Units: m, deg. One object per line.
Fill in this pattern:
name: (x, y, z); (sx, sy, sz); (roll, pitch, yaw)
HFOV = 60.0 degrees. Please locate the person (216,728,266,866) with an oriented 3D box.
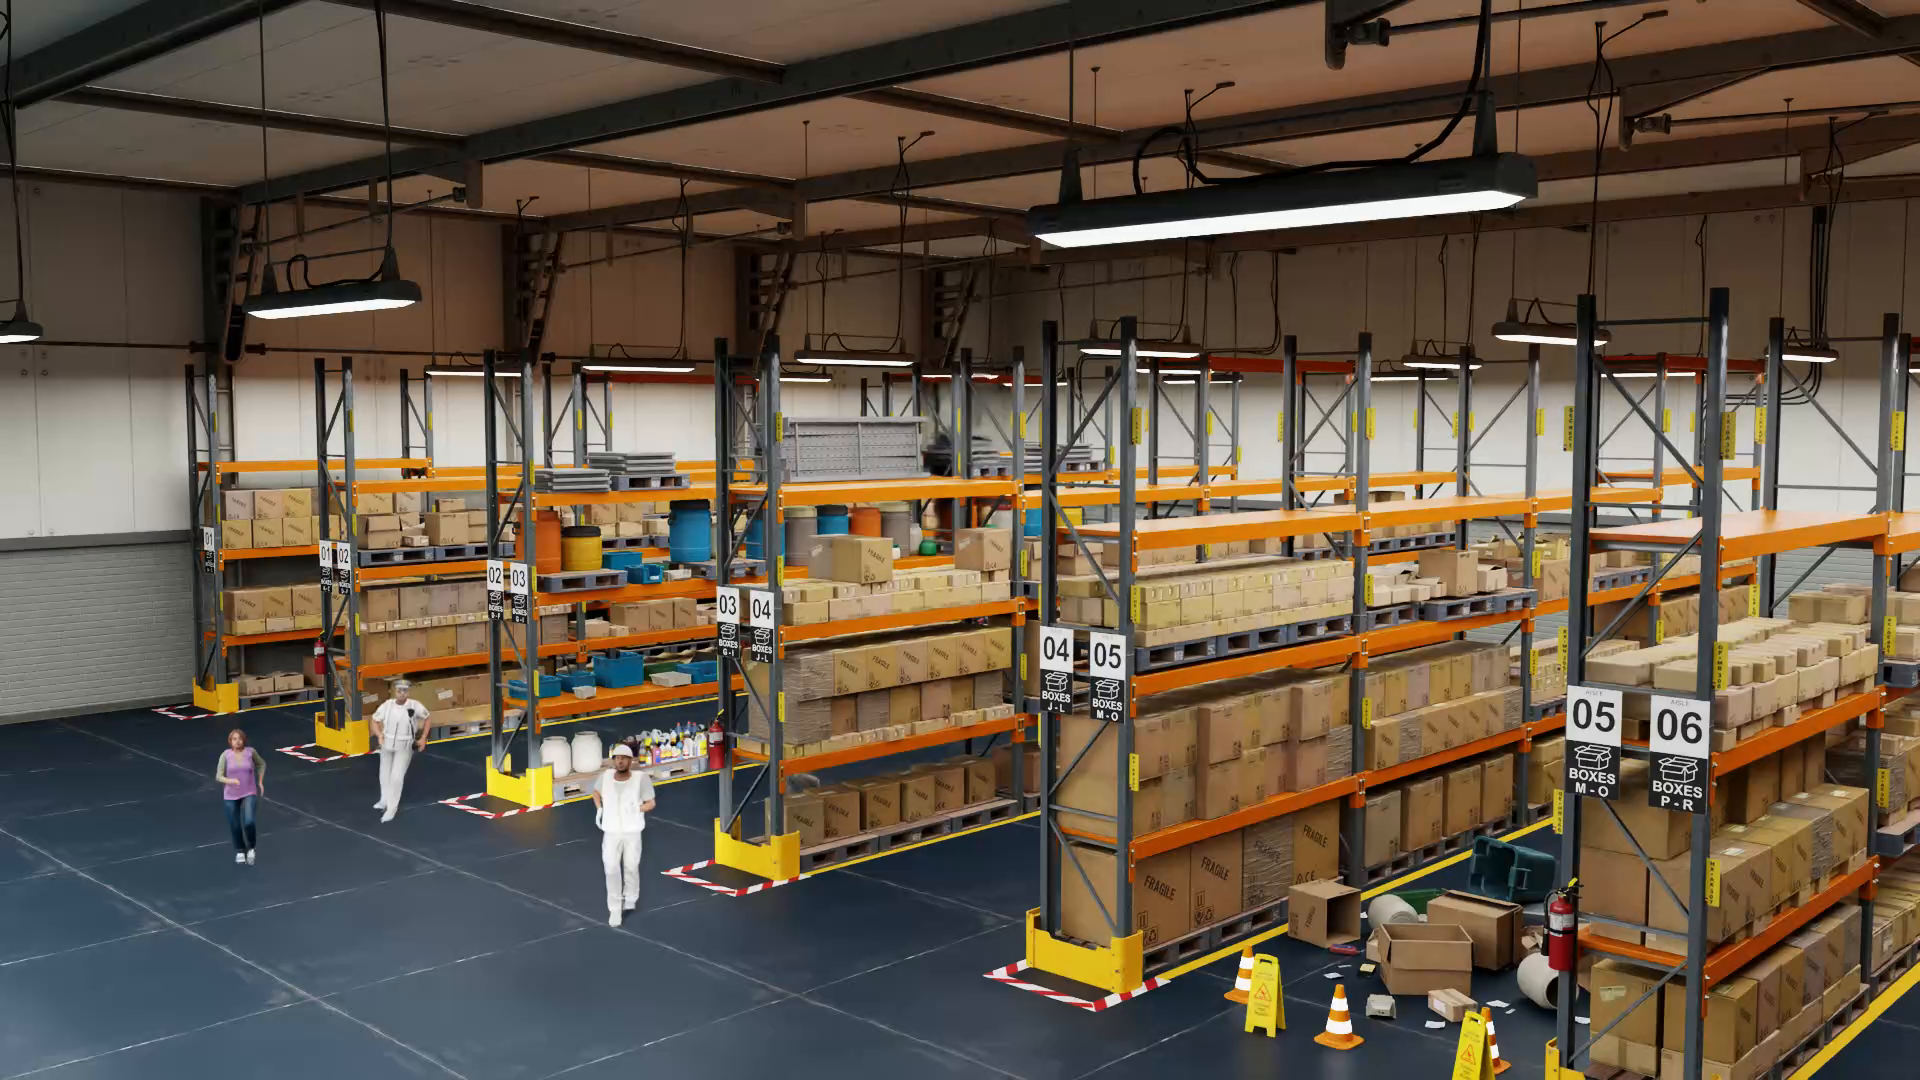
person: (-8.143, 2.919, 18.842); (0.511, 1.571, 0.637); (-2, 5, -21)

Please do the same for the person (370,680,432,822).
person: (-7.191, 2.678, 21.314); (0.740, 1.816, 0.731); (0, 4, -3)

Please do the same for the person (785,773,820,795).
person: (-2.104, 2.694, 21.648); (0.563, 1.619, 0.609); (3, 5, 34)

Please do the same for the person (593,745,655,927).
person: (-3.428, 2.990, 16.932); (0.653, 1.826, 0.701); (0, 4, -5)
